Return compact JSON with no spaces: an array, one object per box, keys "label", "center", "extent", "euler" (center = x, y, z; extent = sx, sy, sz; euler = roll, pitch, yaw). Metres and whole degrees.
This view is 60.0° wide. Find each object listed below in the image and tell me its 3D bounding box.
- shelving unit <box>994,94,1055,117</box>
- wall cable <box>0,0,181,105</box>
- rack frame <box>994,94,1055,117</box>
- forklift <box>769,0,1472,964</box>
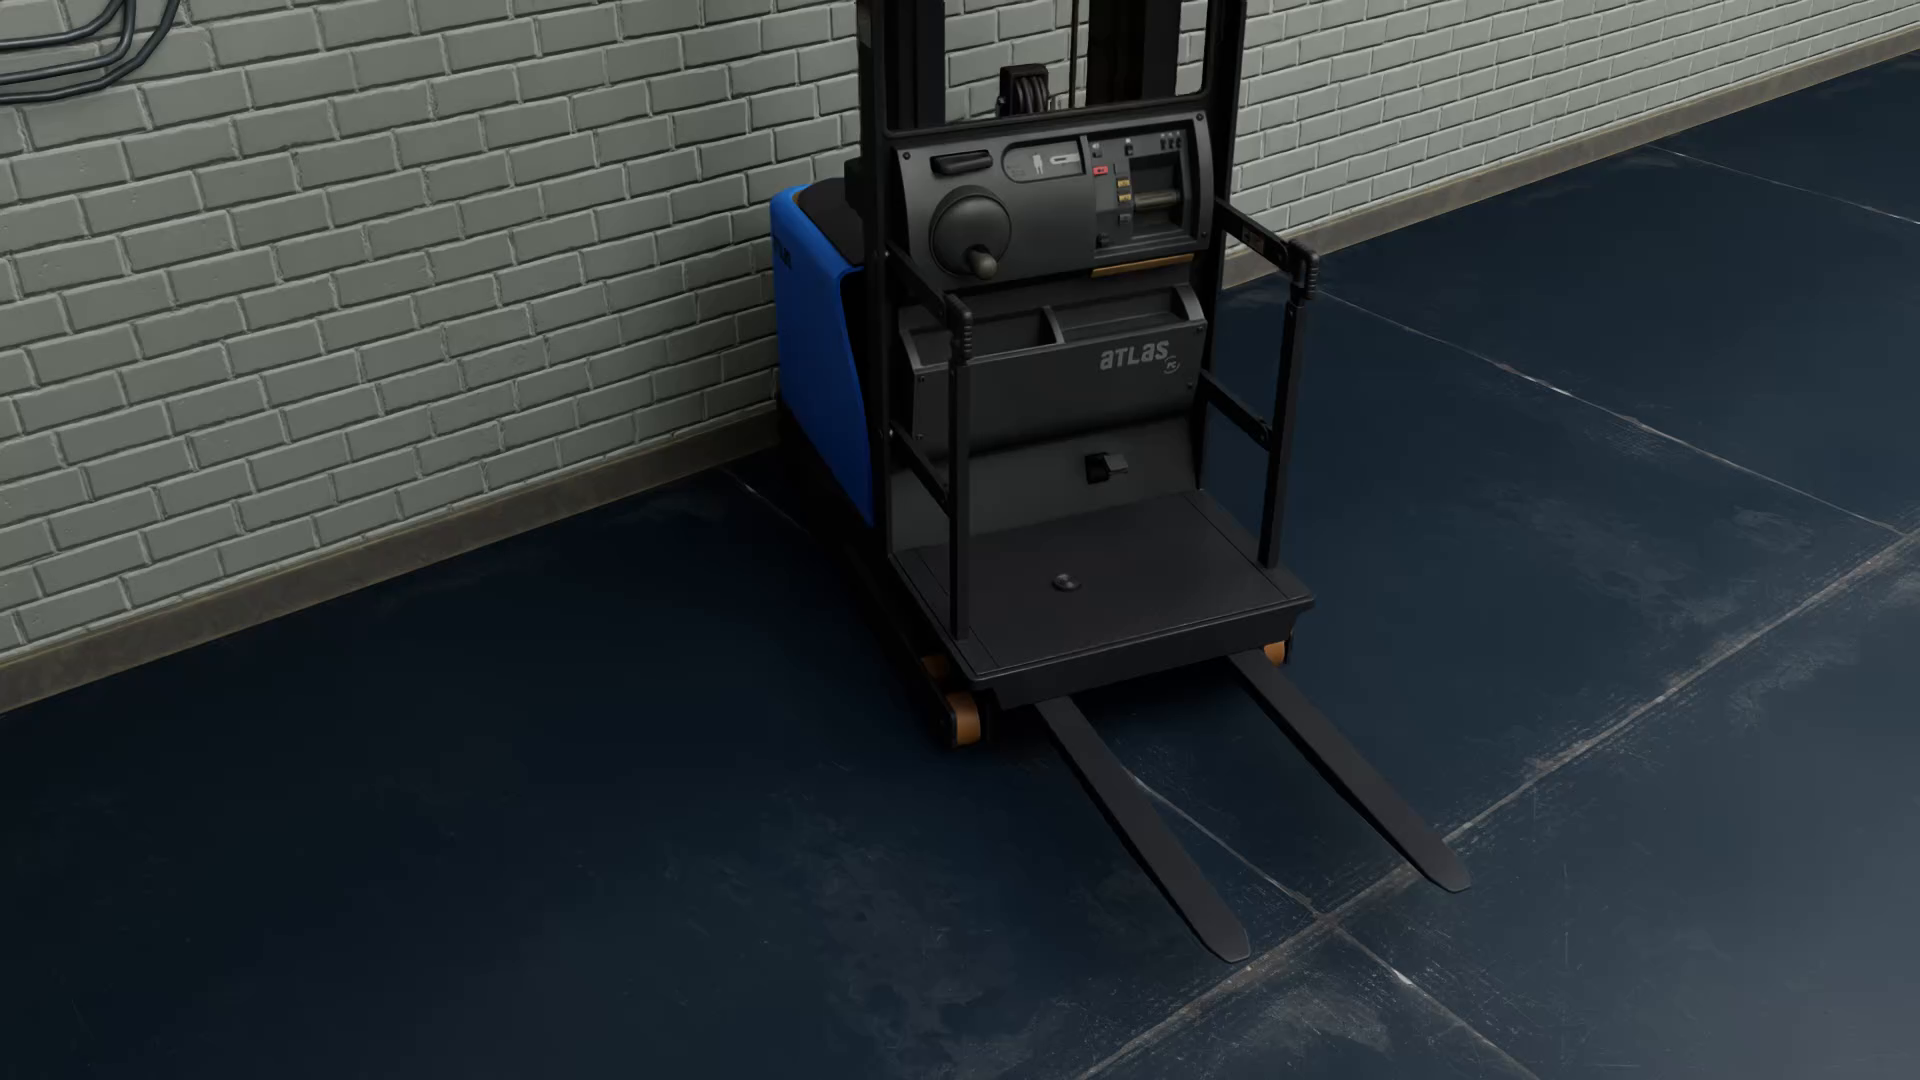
[{"label":"shelving unit","center":[0.269,-1.062,6.323],"extent":[0.258,1.200,0.189],"euler":[-11,34,-17]},{"label":"wall cable","center":[-3.232,-1.818,3.092],"extent":[3.097,2.526,0.112],"euler":[-22,38,-31]},{"label":"rack frame","center":[0.238,-1.107,6.395],"extent":[0.240,1.200,0.006],"euler":[-11,34,-17]},{"label":"forklift","center":[0.357,-0.901,4.422],"extent":[1.130,2.935,3.031],"euler":[-12,34,-18]}]
